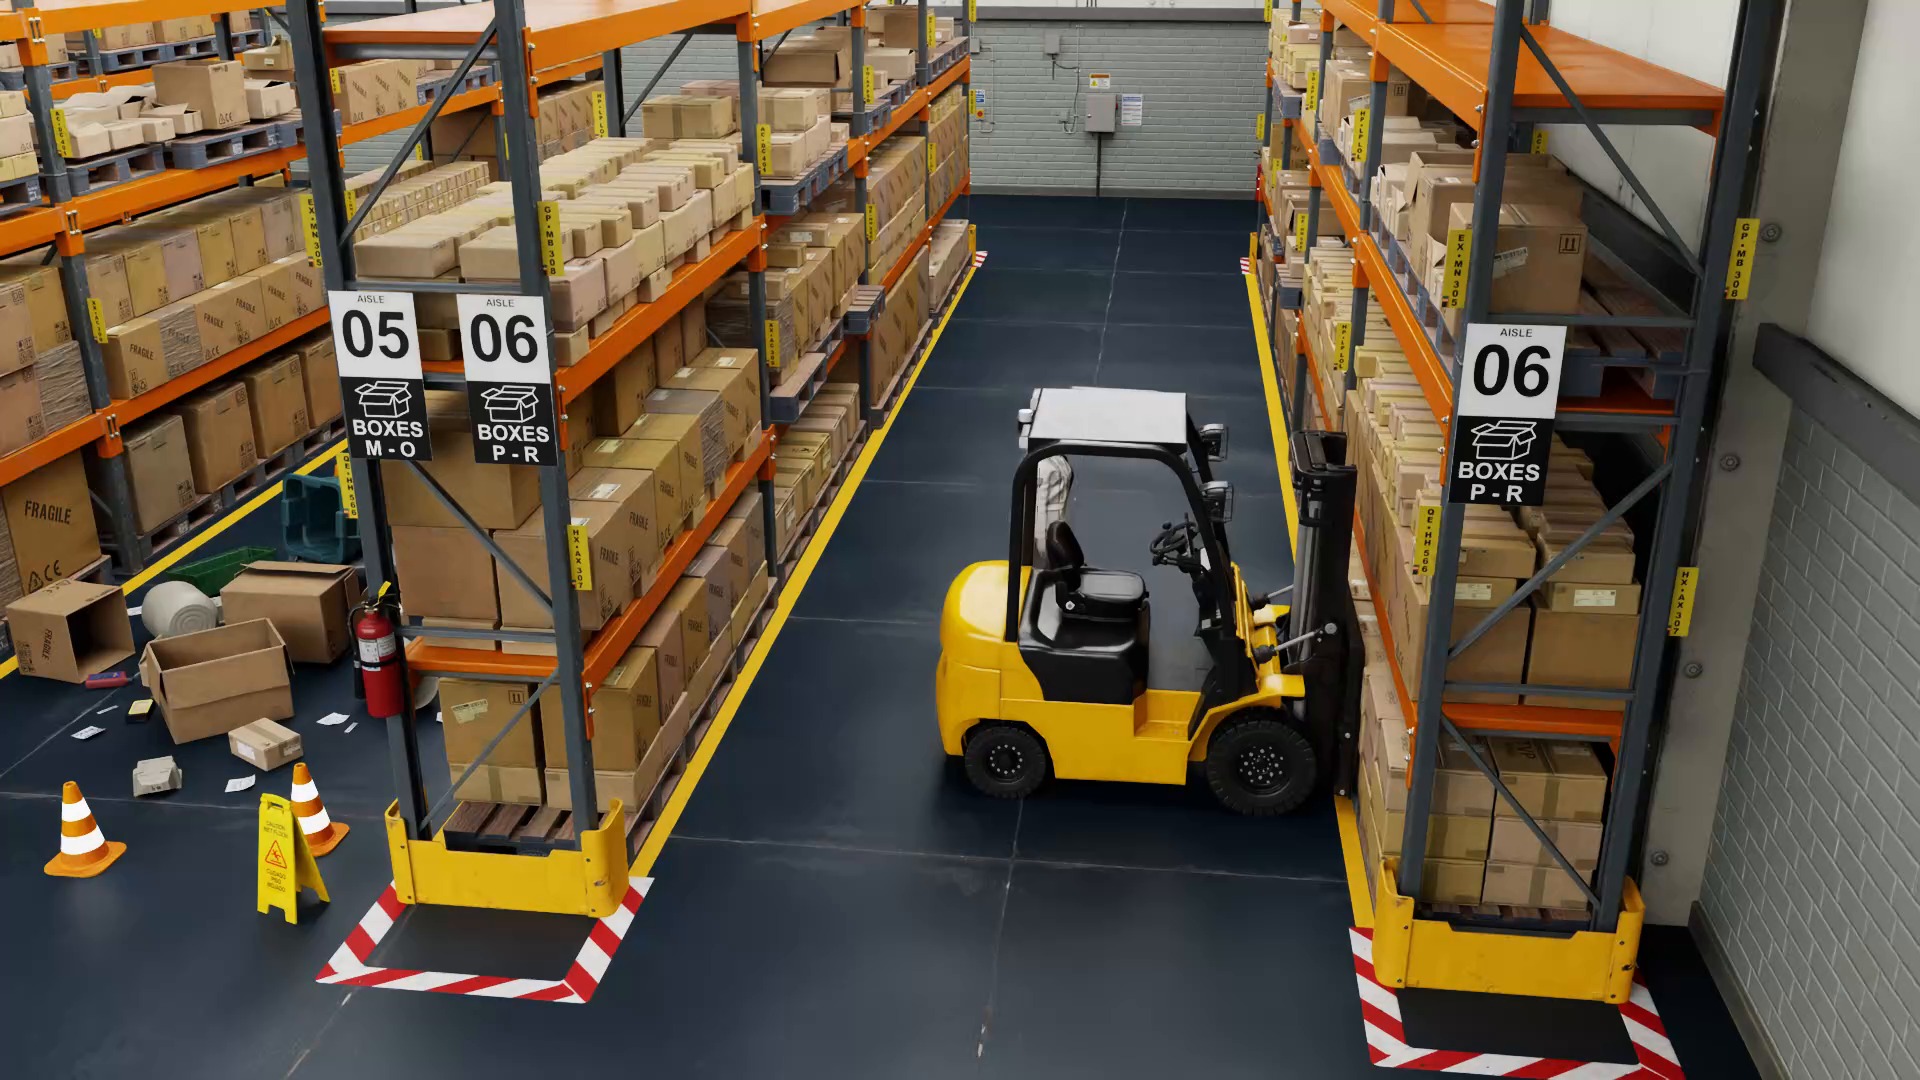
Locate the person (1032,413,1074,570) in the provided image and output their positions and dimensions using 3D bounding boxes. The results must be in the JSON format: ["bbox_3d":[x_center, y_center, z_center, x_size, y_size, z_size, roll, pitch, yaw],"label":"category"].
[{"bbox_3d":[0.719,-0.087,11.269,0.680,1.664,0.507,2,21,5],"label":"person"}]
